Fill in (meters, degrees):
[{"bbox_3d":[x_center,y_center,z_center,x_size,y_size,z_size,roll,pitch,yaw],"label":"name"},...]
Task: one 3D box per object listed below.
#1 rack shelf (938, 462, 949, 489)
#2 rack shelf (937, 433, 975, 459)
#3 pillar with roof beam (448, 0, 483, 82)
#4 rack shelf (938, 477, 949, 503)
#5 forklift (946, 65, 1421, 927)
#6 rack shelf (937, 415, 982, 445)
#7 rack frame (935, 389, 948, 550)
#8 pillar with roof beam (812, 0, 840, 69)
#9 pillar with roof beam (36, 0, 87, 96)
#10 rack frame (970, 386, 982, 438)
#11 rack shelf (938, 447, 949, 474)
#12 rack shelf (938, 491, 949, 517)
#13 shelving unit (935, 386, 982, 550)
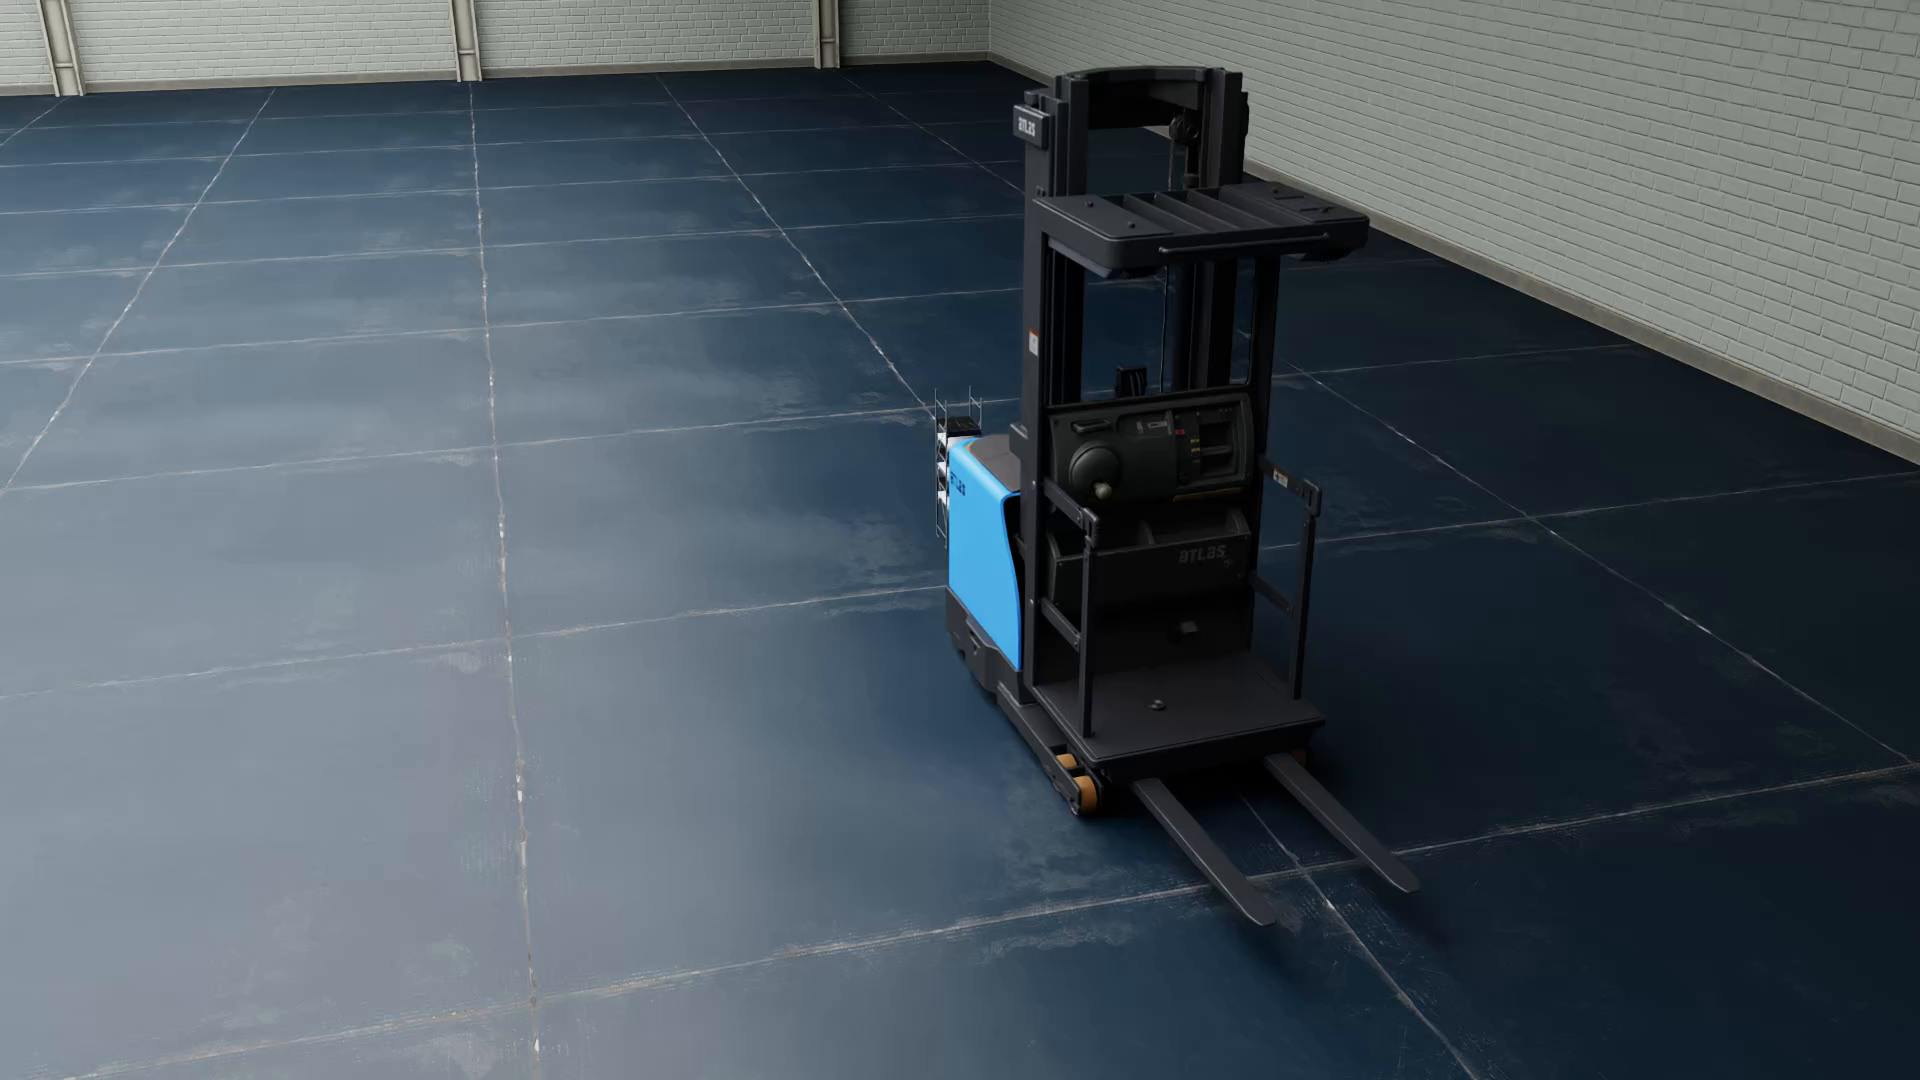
[{"bbox_3d":[-0.008,-0.382,9.584,0.200,0.077,0.258,-6,24,-14],"label":"rack shelf"},{"bbox_3d":[-0.008,-0.547,9.513,0.200,0.077,0.258,-6,24,-14],"label":"rack shelf"},{"bbox_3d":[-6.926,-10.092,21.859,0.400,9.000,9.100,-6,24,-14],"label":"pillar with roof beam"},{"bbox_3d":[-0.008,-0.299,9.619,0.200,0.077,0.258,-6,24,-14],"label":"rack shelf"},{"bbox_3d":[0.896,-0.365,6.883,1.130,2.935,3.031,-8,24,-18],"label":"forklift"},{"bbox_3d":[-0.008,-0.630,9.477,0.200,0.077,0.258,-6,24,-14],"label":"rack shelf"},{"bbox_3d":[-0.106,-0.402,9.545,0.006,0.900,0.240,-6,24,-14],"label":"rack frame"},{"bbox_3d":[-1.149,-10.732,23.348,0.400,9.000,9.100,-6,24,-14],"label":"pillar with roof beam"},{"bbox_3d":[-12.702,-9.453,20.370,0.400,9.000,9.100,-6,24,-14],"label":"pillar with roof beam"},{"bbox_3d":[0.090,-0.424,9.596,0.006,0.900,0.240,-6,24,-14],"label":"rack frame"},{"bbox_3d":[-0.008,-0.465,9.548,0.200,0.077,0.258,-6,24,-14],"label":"rack shelf"},{"bbox_3d":[-0.008,-0.217,9.655,0.200,0.077,0.258,-6,24,-14],"label":"rack shelf"},{"bbox_3d":[-0.008,-0.413,9.571,0.210,0.900,0.258,-6,24,-14],"label":"shelving unit"}]
